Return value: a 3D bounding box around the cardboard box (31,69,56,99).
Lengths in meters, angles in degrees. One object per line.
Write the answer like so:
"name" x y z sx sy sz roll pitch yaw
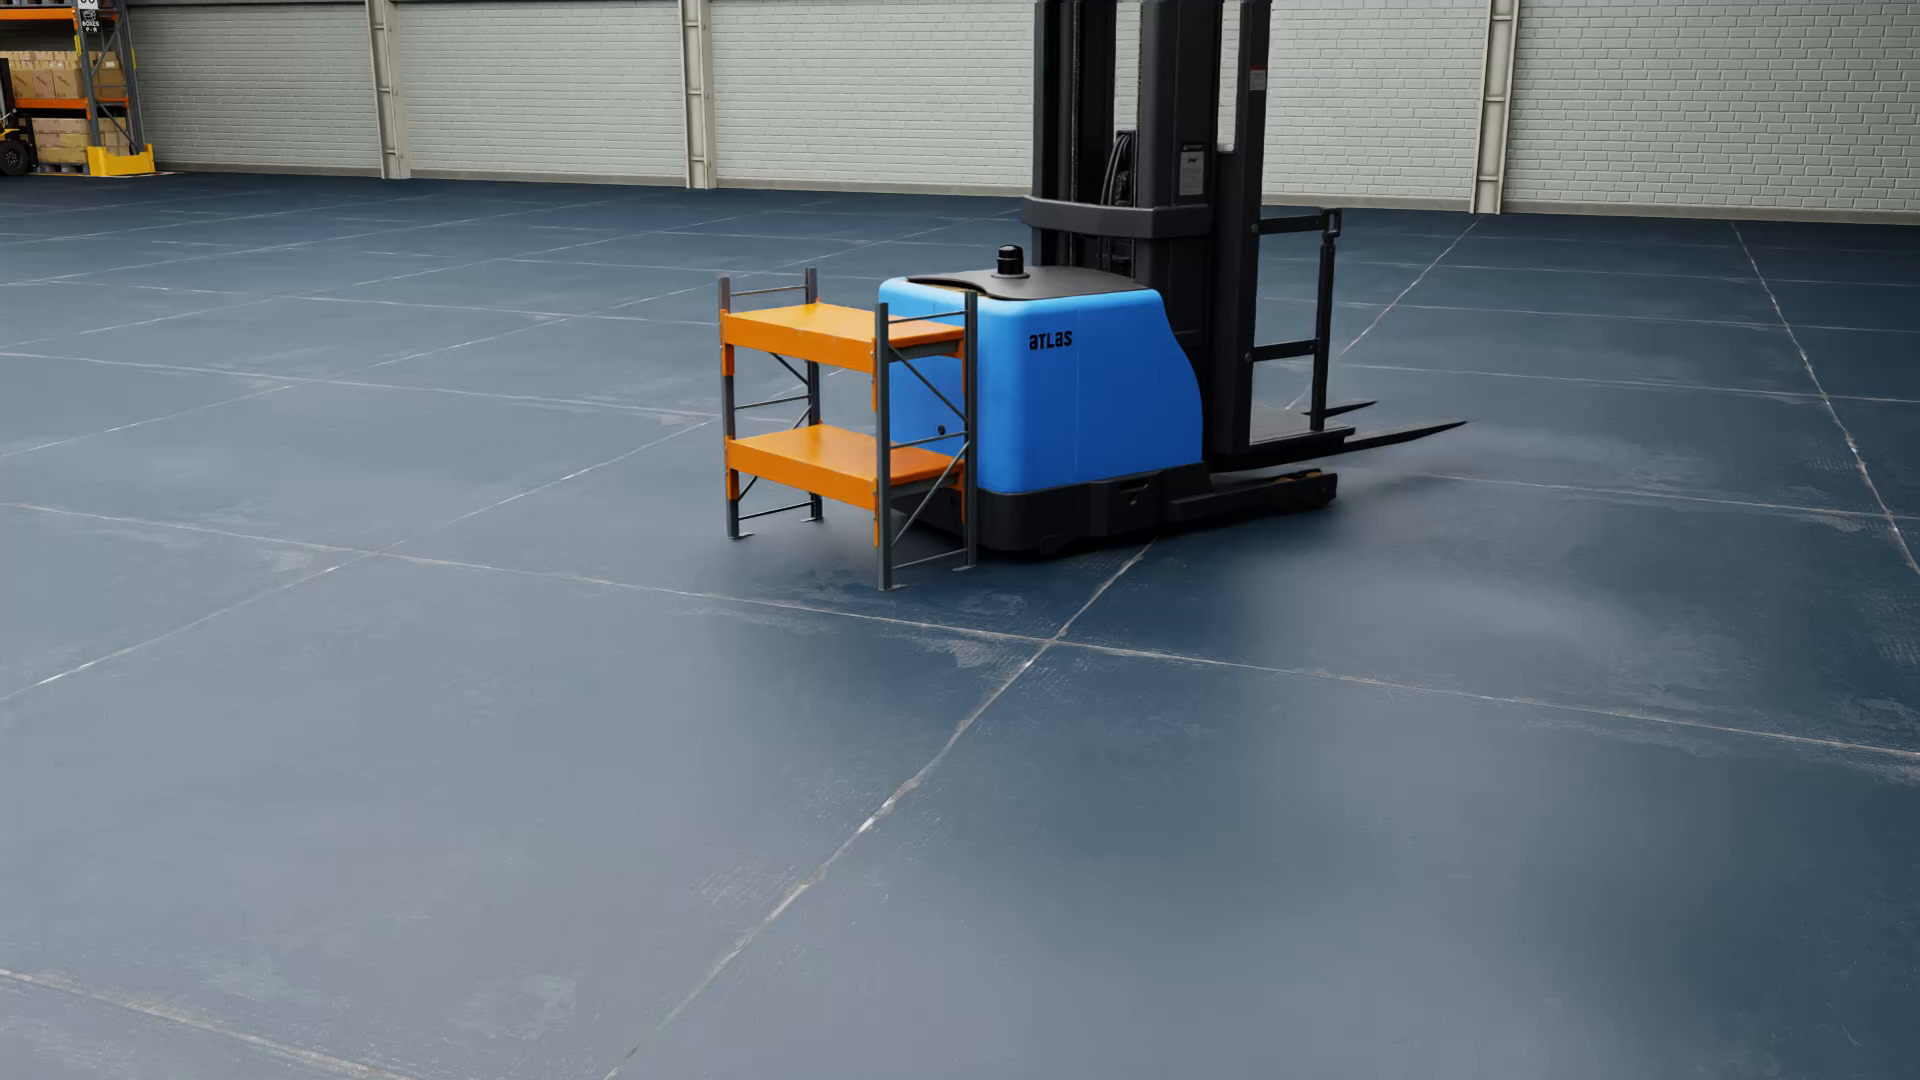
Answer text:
"cardboard box" -15.995 -8.067 29.400 0.500 0.500 0.500 7 18 22

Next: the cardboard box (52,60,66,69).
"cardboard box" -15.636 -8.322 29.115 0.250 0.149 0.380 7 17 22

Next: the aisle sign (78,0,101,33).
"aisle sign" -15.008 -9.146 28.636 0.004 0.787 0.394 6 17 21

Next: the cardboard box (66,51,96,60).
"cardboard box" -15.372 -8.465 29.076 0.250 0.149 0.380 6 17 21

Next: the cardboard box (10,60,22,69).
"cardboard box" -16.589 -8.428 29.482 0.250 0.149 0.380 6 17 21

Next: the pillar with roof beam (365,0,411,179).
"pillar with roof beam" -11.277 -9.437 23.538 0.400 9.000 9.100 6 17 21

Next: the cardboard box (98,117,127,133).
"cardboard box" -15.339 -7.440 29.808 0.500 0.250 0.500 6 17 20

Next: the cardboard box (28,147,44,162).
"cardboard box" -16.436 -6.935 29.860 0.500 0.250 0.500 6 17 21

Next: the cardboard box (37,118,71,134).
"cardboard box" -15.982 -7.359 29.528 0.500 0.250 0.500 7 17 22

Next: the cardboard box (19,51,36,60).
"cardboard box" -16.354 -8.545 29.350 0.250 0.149 0.380 7 18 22

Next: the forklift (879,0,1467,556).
"forklift" 1.139 -1.638 7.557 3.031 2.935 1.130 -11 19 -33

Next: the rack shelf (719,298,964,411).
"rack shelf" -0.470 -0.771 6.761 0.538 0.278 1.000 -14 22 -41

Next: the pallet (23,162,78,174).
"pallet" -16.819 -6.834 30.336 1.213 0.211 1.003 6 17 21

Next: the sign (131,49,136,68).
"sign" -14.752 -8.578 29.646 0.005 0.325 0.100 6 17 21

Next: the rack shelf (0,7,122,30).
"rack shelf" -16.822 -9.280 29.671 4.000 0.370 1.077 6 17 21

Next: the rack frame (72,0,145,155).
"rack frame" -14.962 -7.981 29.284 0.127 3.000 1.000 6 17 21

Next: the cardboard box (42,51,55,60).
"cardboard box" -15.866 -8.502 29.204 0.250 0.149 0.380 7 17 22

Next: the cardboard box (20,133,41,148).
"cardboard box" -16.480 -7.172 29.781 0.500 0.250 0.500 6 17 19

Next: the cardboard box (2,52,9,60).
"cardboard box" -16.801 -8.621 29.612 0.250 0.149 0.380 7 17 21

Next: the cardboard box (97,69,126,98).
"cardboard box" -15.321 -8.152 29.693 0.500 0.500 0.500 7 18 22

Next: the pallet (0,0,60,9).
"pallet" -16.749 -9.582 29.579 1.213 0.211 1.003 6 17 21

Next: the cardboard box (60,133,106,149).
"cardboard box" -15.529 -7.071 29.432 0.500 0.250 0.500 6 17 20

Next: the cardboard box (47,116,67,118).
"cardboard box" -16.267 -7.545 30.167 0.500 0.250 0.500 6 17 20

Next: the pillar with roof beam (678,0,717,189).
"pillar with roof beam" -5.695 -8.823 21.424 0.400 9.000 9.100 6 17 21

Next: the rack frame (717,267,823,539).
"rack frame" -0.815 -0.594 7.201 0.500 1.125 0.032 -14 22 -41

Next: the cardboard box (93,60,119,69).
"cardboard box" -15.182 -8.442 29.531 0.250 0.149 0.380 6 17 19

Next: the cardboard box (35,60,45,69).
"cardboard box" -16.081 -8.392 29.359 0.250 0.149 0.380 6 17 20

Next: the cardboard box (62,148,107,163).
"cardboard box" -15.515 -6.828 29.492 0.500 0.250 0.500 6 17 21

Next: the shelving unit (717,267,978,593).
"shelving unit" -0.470 -0.490 6.842 0.538 1.125 1.048 -14 22 -41
